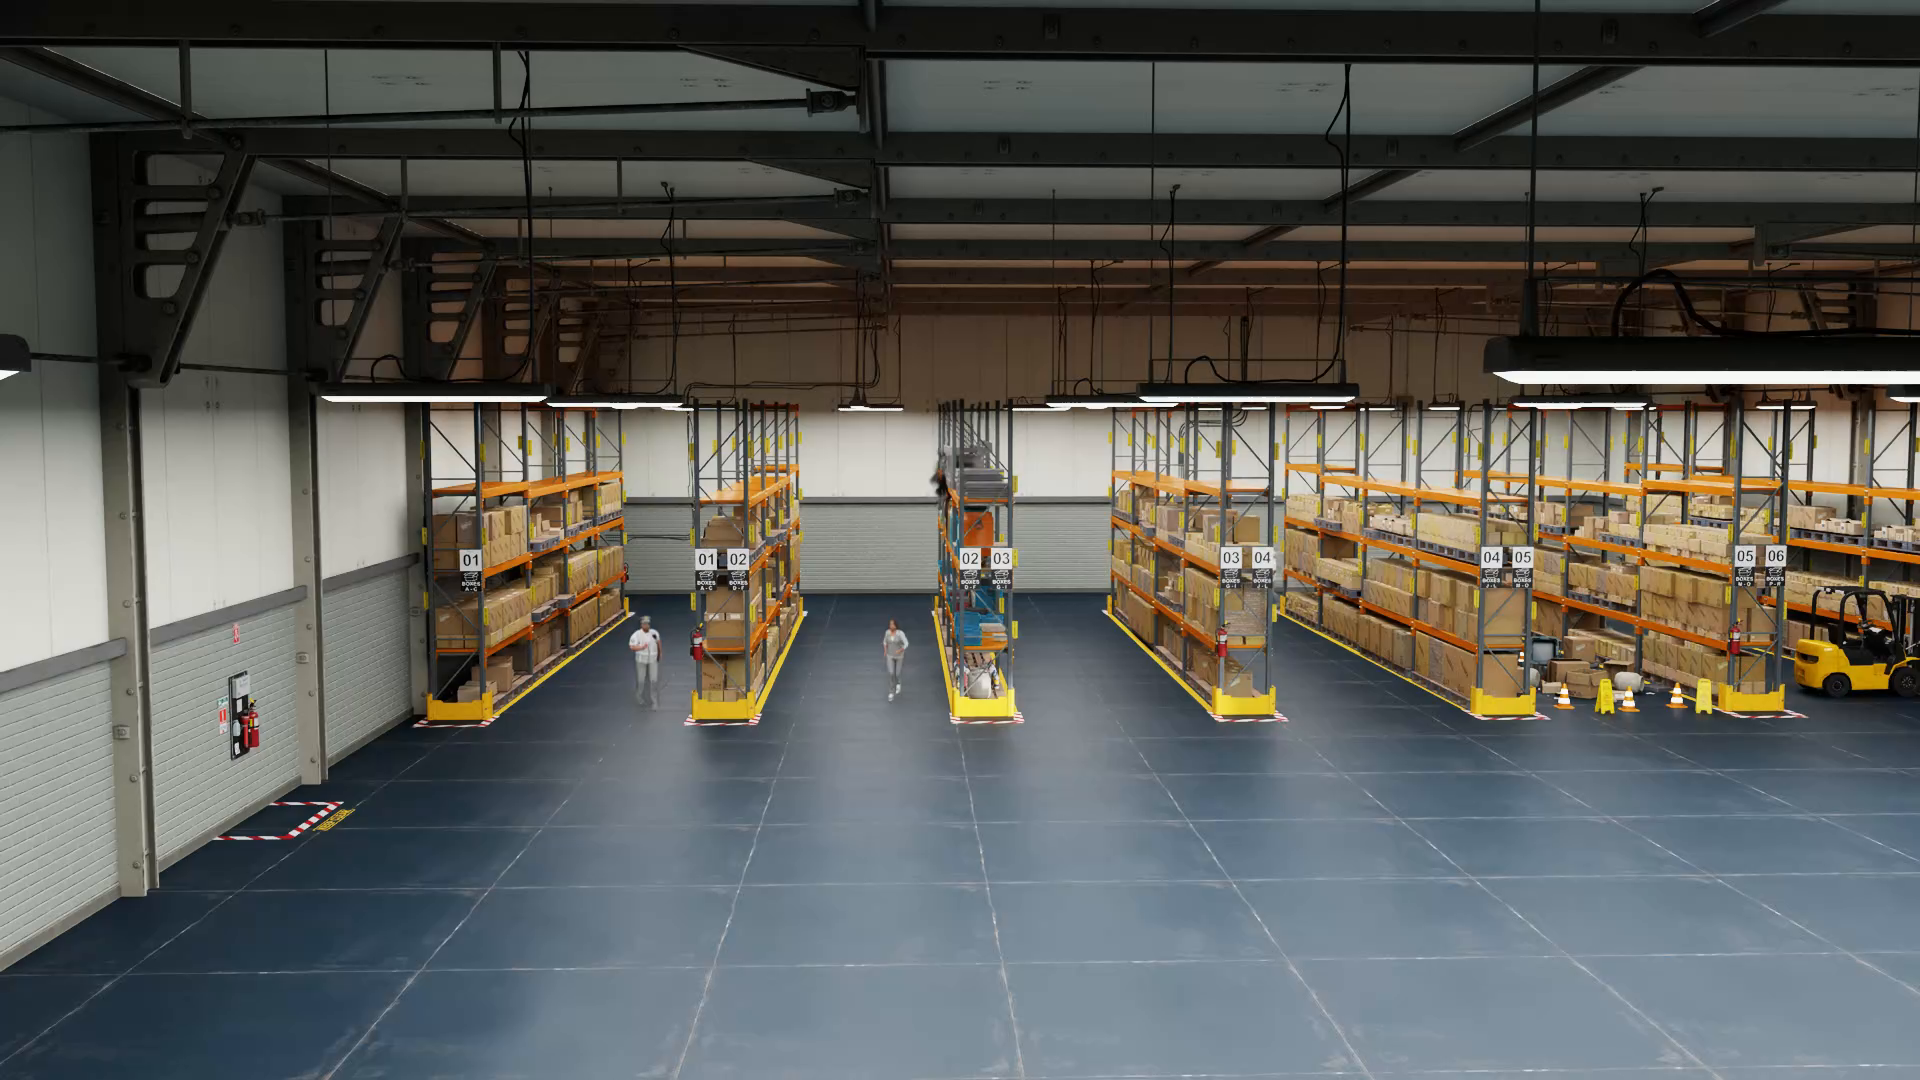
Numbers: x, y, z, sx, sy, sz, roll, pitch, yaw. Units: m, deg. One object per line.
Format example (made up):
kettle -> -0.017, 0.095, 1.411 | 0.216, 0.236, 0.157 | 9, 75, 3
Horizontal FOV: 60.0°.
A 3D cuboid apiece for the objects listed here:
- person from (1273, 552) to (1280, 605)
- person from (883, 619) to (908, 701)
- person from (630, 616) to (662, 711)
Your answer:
person -> 9.136, 1.189, 48.820 | 0.792, 1.786, 0.750 | -1, 4, -9
person -> -1.294, 2.384, 33.466 | 0.535, 1.622, 0.766 | 1, 4, 8
person -> -6.094, 2.360, 32.322 | 0.657, 1.785, 0.968 | -2, 5, -22
